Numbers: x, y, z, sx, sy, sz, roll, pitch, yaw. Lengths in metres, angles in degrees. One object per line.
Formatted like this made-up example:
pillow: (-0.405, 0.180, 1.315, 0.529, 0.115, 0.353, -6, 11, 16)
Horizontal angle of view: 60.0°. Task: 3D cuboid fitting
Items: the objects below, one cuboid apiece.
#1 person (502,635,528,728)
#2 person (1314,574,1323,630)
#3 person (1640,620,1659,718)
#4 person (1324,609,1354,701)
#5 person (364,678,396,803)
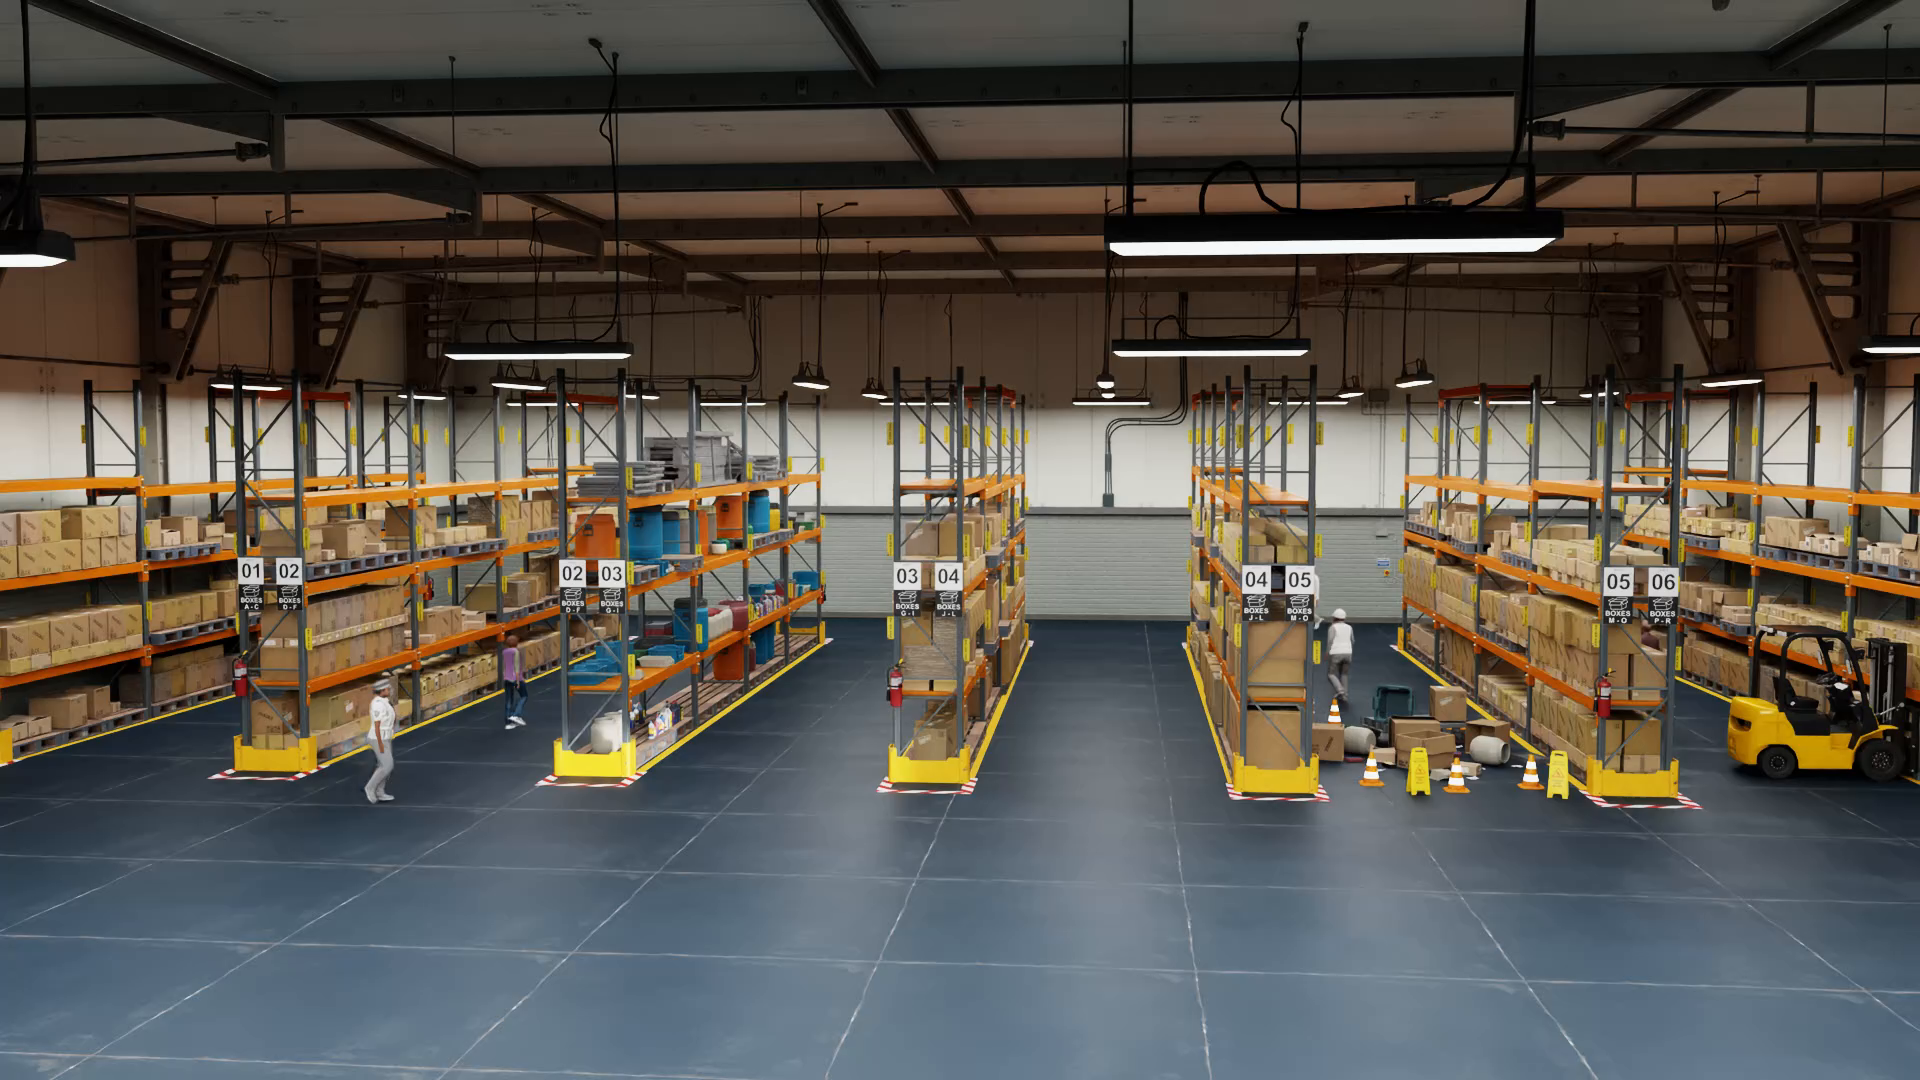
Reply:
person: (-7.681, 2.424, 28.532, 0.447, 1.584, 0.468, 1, 4, 16)
person: (8.931, 1.480, 42.397, 0.940, 1.749, 0.573, -2, 4, -27)
person: (12.011, 2.320, 29.145, 0.572, 1.814, 0.502, 0, 4, -3)
person: (7.244, 2.184, 31.582, 0.609, 1.729, 0.656, -1, 4, -14)
person: (-7.918, 2.735, 22.744, 0.430, 1.679, 0.472, 0, 4, -2)
